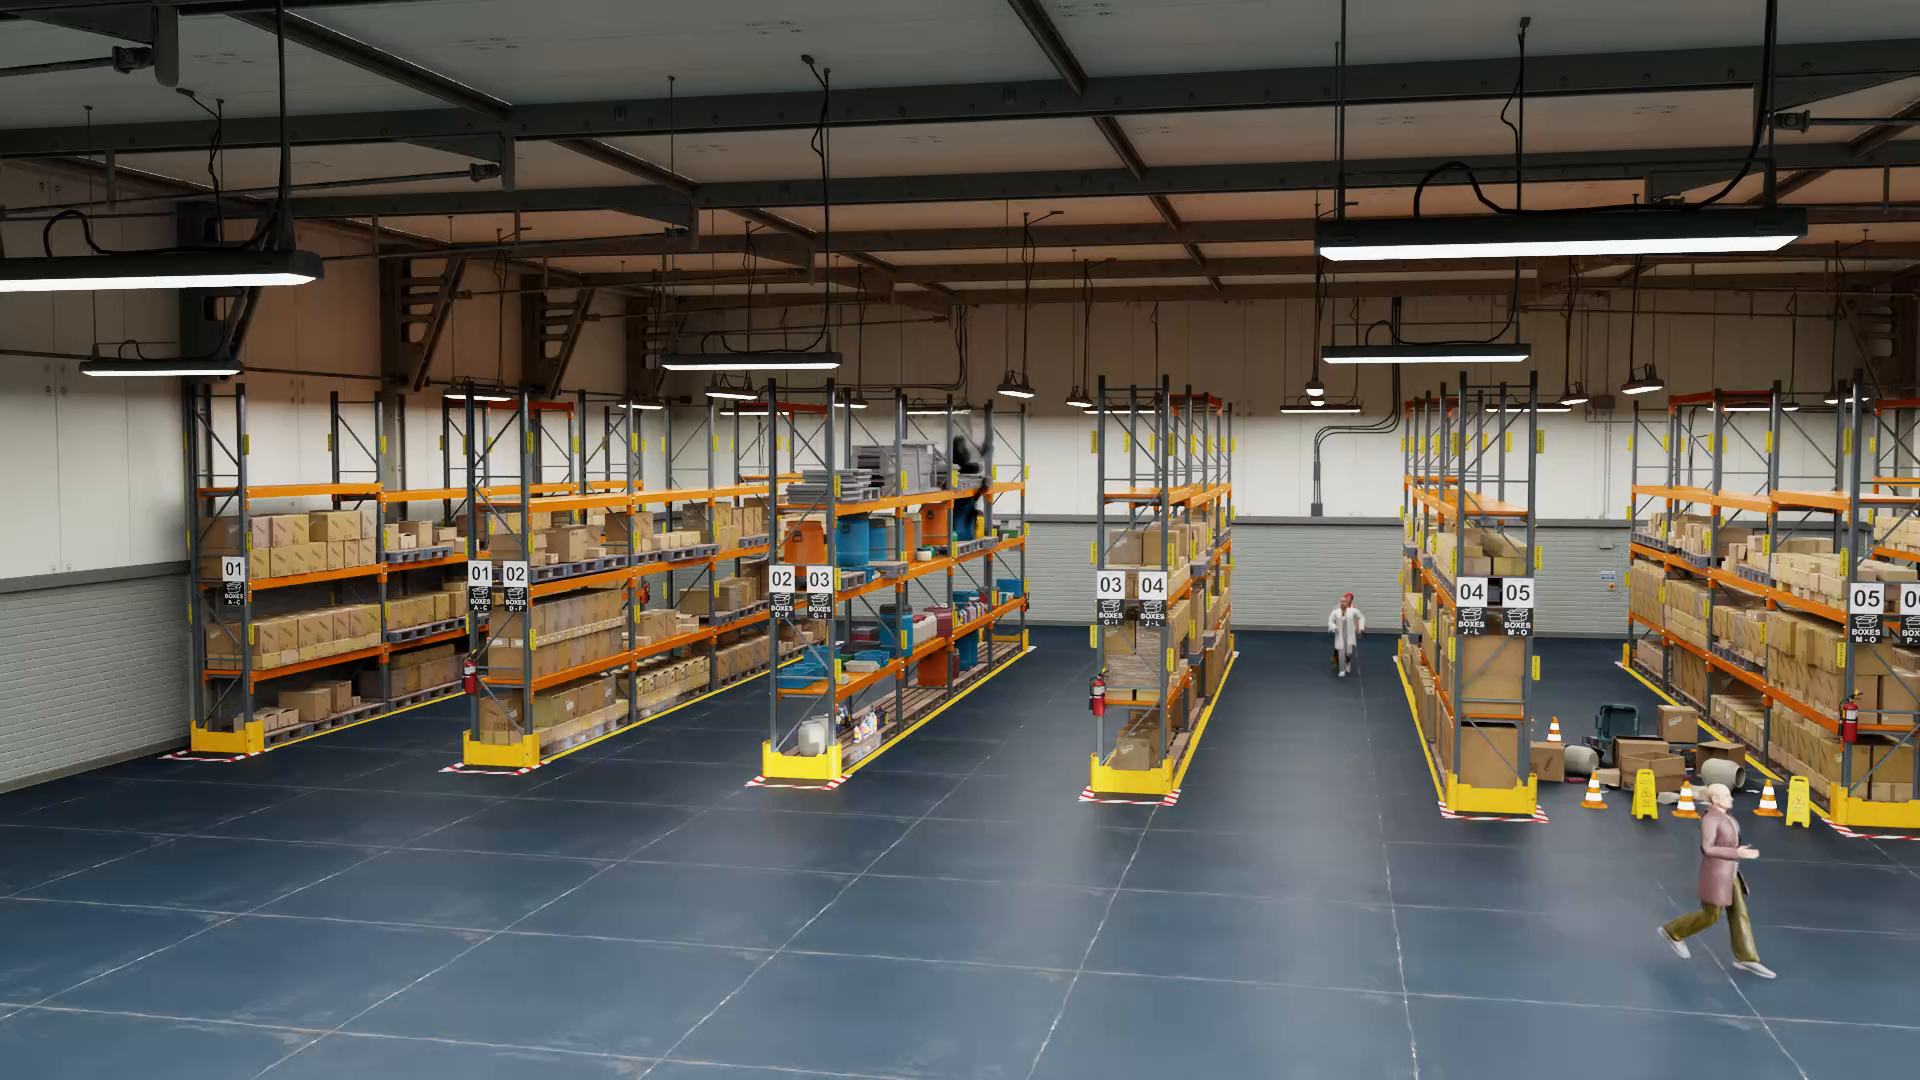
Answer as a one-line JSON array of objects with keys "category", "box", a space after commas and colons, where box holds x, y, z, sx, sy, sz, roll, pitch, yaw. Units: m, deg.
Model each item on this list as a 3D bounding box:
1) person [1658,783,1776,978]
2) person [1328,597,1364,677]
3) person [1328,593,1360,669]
[{"category": "person", "box": [7.183, 3.190, 15.764, 1.049, 1.781, 0.710, 3, 4, 43]}, {"category": "person", "box": [8.268, 2.088, 35.671, 0.746, 1.730, 0.745, 1, 3, 19]}, {"category": "person", "box": [8.564, 2.031, 37.009, 0.706, 1.722, 0.543, 1, 3, 10]}]
